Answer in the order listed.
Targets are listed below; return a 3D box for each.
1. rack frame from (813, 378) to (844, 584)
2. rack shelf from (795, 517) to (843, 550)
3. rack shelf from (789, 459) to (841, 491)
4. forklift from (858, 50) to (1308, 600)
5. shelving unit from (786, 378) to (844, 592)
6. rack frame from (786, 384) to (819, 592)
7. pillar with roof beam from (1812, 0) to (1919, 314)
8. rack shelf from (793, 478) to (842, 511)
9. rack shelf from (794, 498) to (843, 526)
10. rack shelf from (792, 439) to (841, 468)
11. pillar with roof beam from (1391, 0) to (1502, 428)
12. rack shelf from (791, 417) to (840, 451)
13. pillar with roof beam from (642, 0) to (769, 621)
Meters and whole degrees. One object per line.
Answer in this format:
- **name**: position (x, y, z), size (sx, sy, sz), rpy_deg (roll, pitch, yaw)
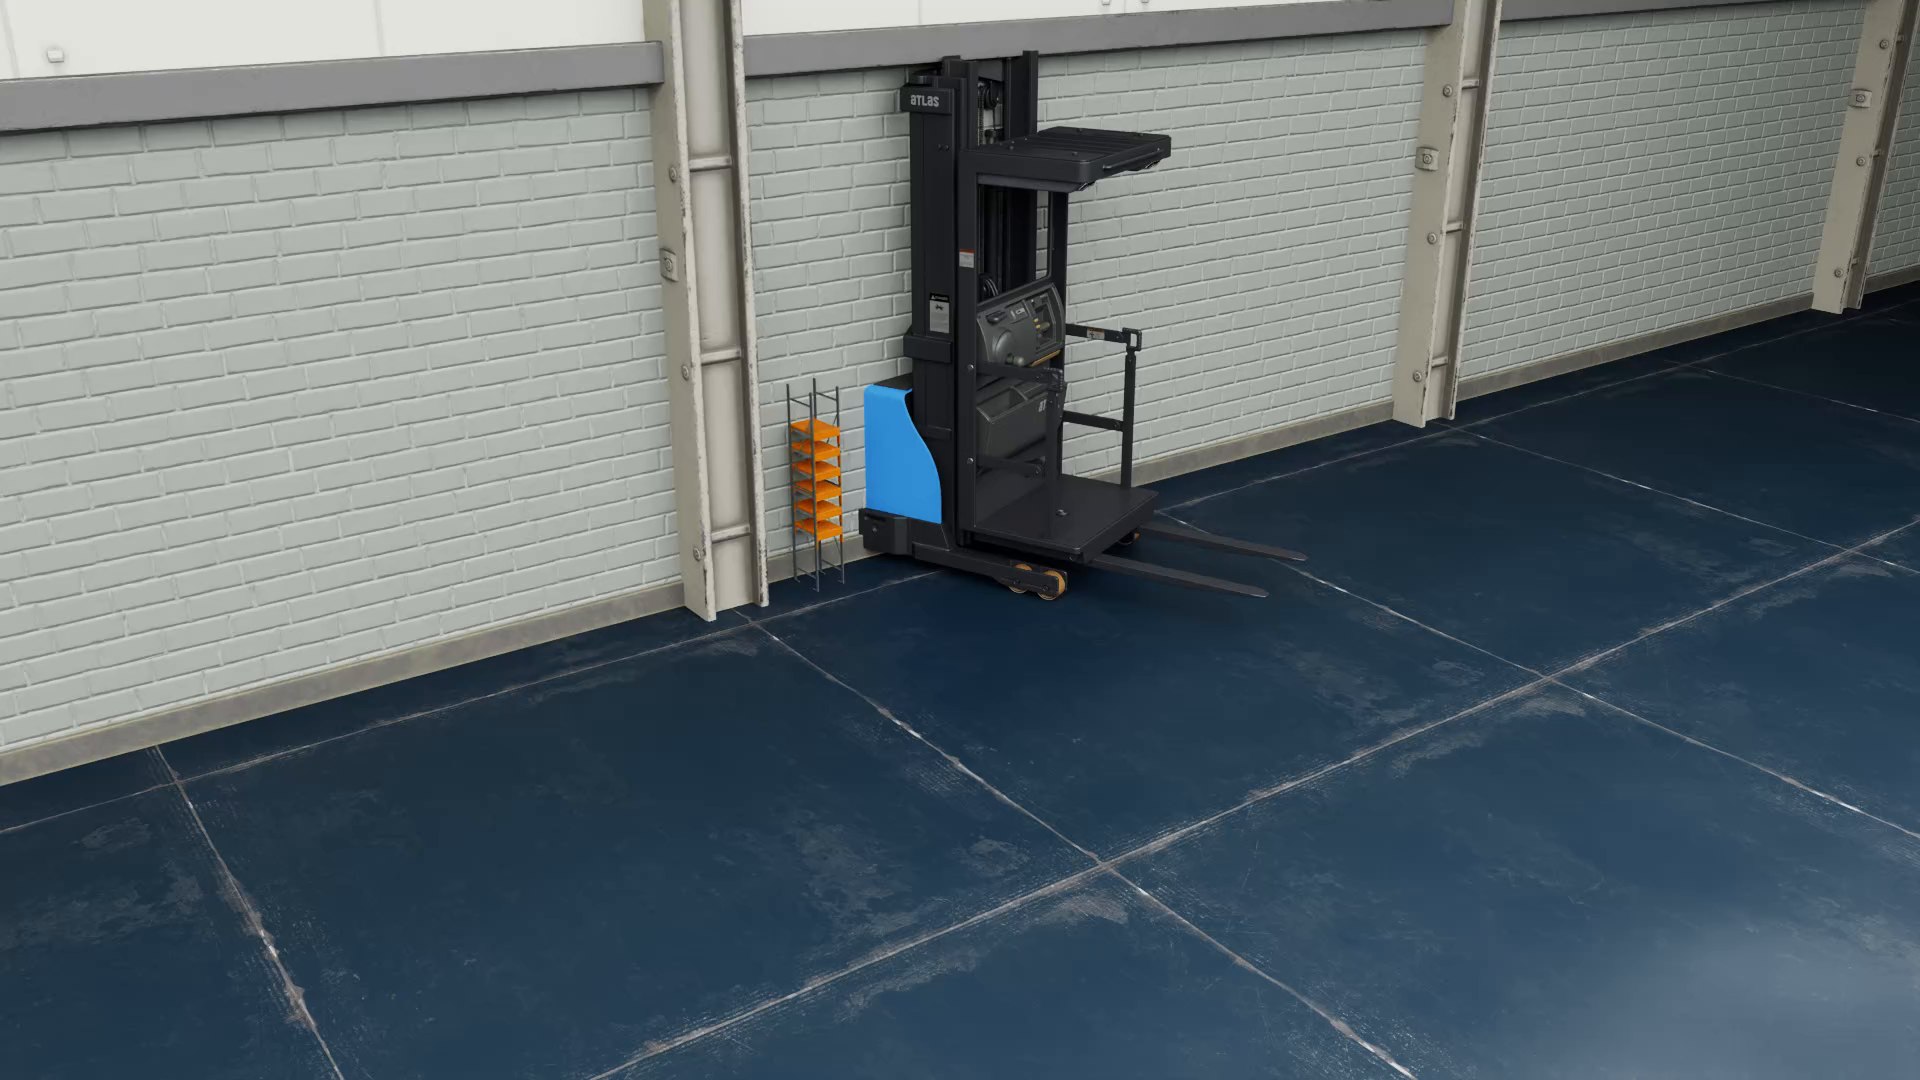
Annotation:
- **rack frame**: position (-0.759, -0.334, 9.614), size (0.006, 1.200, 0.240), rpy_deg (-18, 28, -37)
- **rack shelf**: position (-0.829, -0.048, 9.664), size (0.180, 0.103, 0.258), rpy_deg (-18, 28, -37)
- **rack shelf**: position (-0.829, -0.382, 9.531), size (0.180, 0.103, 0.258), rpy_deg (-18, 28, -37)
- **forklift**: position (0.536, -1.241, 9.552), size (3.031, 2.935, 1.130), rpy_deg (13, 25, 29)
- **shelving unit**: position (-0.829, -0.312, 9.559), size (0.189, 1.200, 0.258), rpy_deg (-18, 28, -37)
- **rack frame**: position (-0.898, -0.290, 9.504), size (0.006, 1.200, 0.240), rpy_deg (-18, 28, -37)
- **pillar with roof beam**: position (10.921, -5.116, 11.077), size (0.400, 9.000, 9.100), rpy_deg (-15, 26, -33)
- **rack shelf**: position (-0.829, -0.271, 9.575), size (0.180, 0.103, 0.258), rpy_deg (-18, 28, -37)
- **rack shelf**: position (-0.829, -0.159, 9.620), size (0.180, 0.103, 0.258), rpy_deg (-18, 28, -37)
- **rack shelf**: position (-0.829, -0.493, 9.486), size (0.180, 0.103, 0.258), rpy_deg (-18, 28, -37)
- **pillar with roof beam**: position (6.051, -3.818, 7.822), size (0.400, 9.000, 9.100), rpy_deg (-15, 26, -33)
- **rack shelf**: position (-0.829, -0.605, 9.442), size (0.180, 0.103, 0.258), rpy_deg (-18, 28, -37)
- **pillar with roof beam**: position (1.180, -2.519, 4.567), size (0.400, 9.000, 9.100), rpy_deg (-15, 26, -33)
